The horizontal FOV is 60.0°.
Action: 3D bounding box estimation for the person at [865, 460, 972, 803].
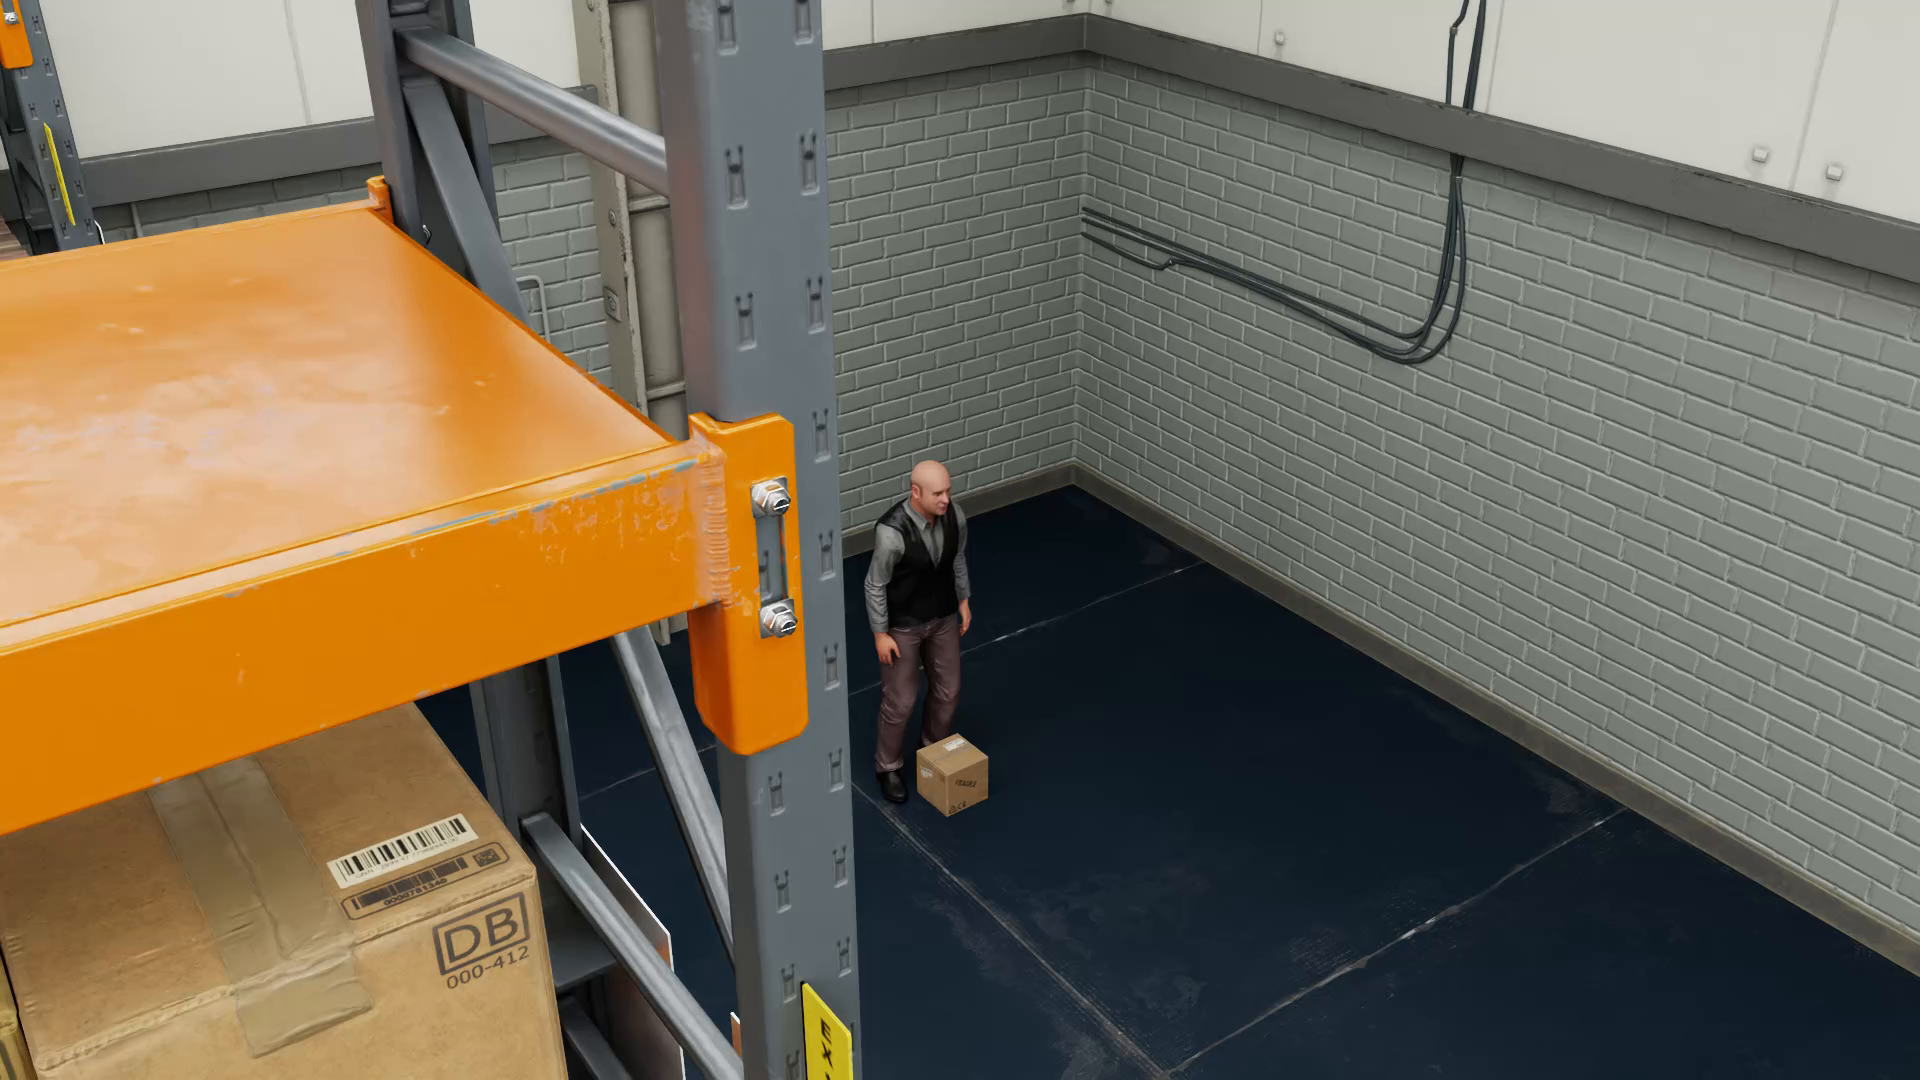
[{"bbox_3d":[-0.183,0.394,7.919,0.594,1.721,0.472,-21,35,-33],"label":"person"}]
